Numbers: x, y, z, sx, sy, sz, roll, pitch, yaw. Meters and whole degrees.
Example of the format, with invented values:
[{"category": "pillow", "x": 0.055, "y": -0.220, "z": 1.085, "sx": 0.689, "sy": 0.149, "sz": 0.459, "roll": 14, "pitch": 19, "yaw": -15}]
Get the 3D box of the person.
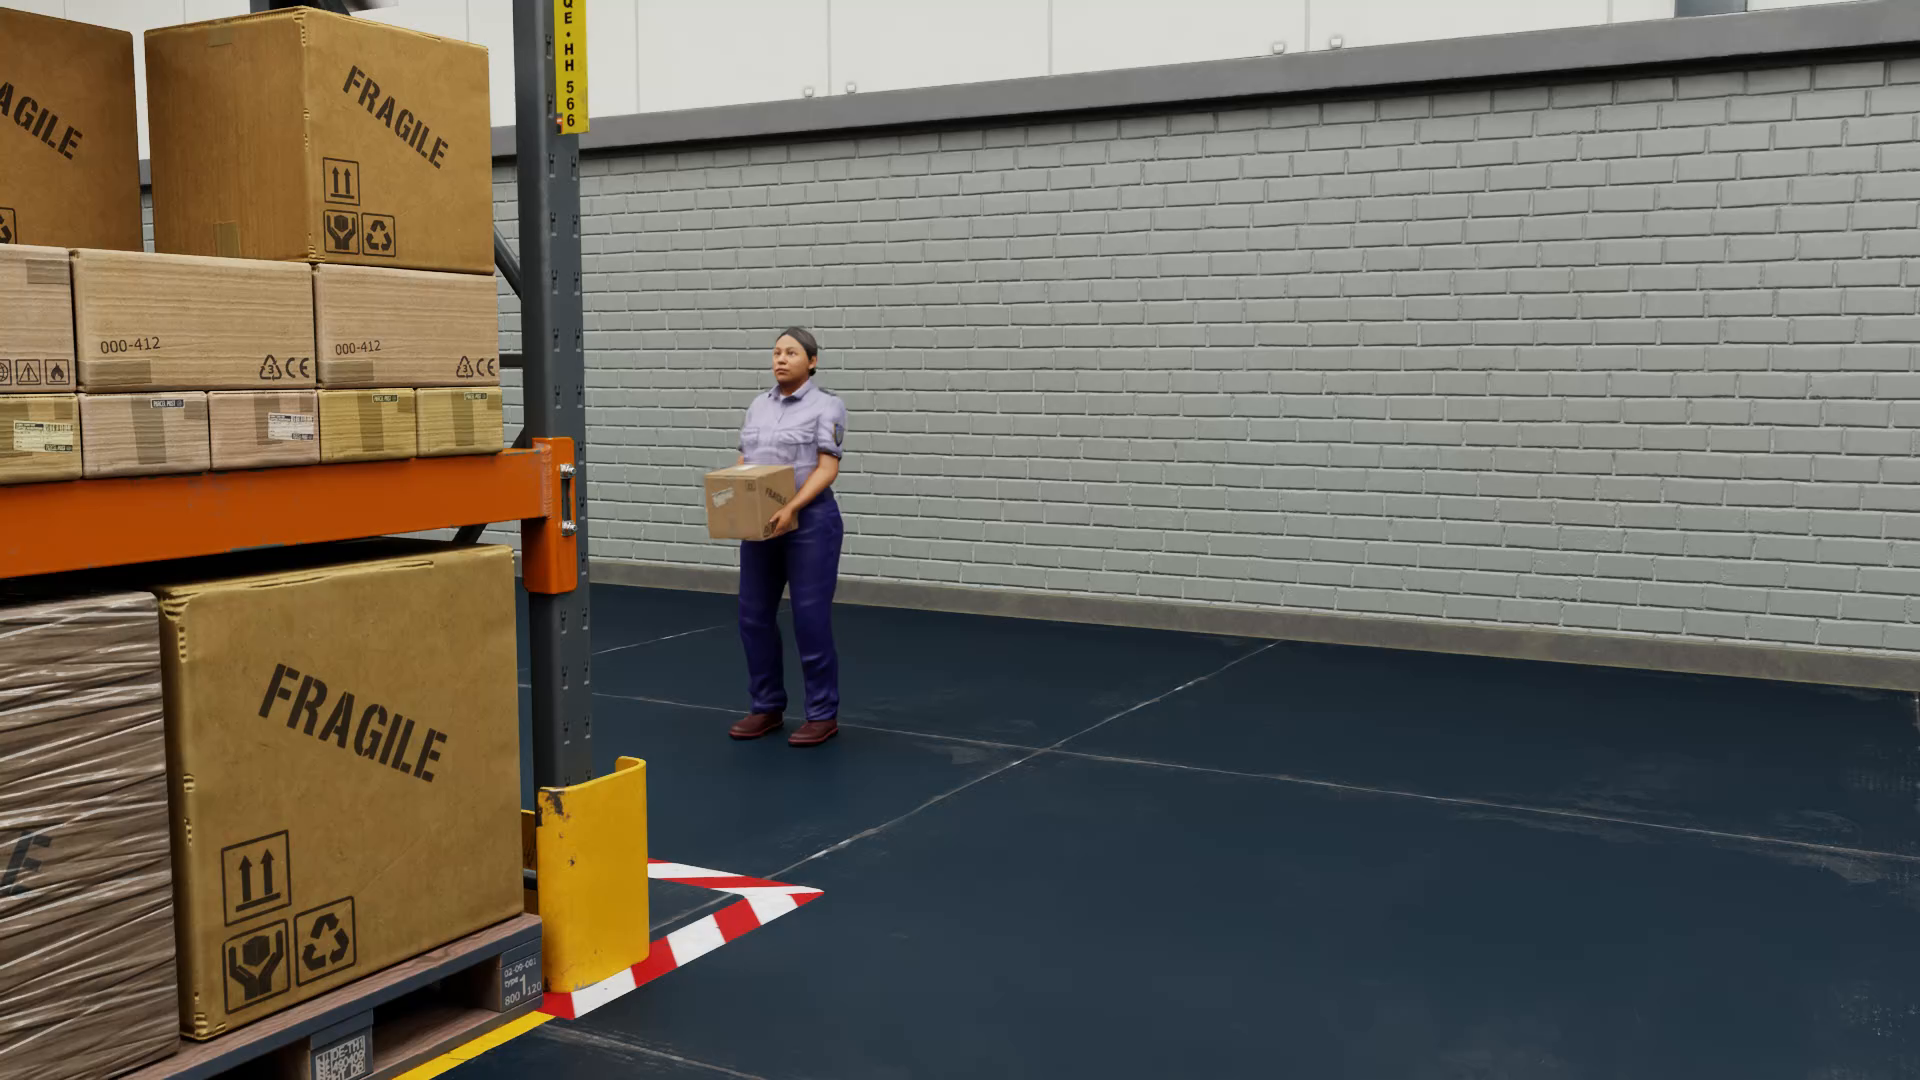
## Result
[{"category": "person", "x": -0.715, "y": -0.018, "z": 6.604, "sx": 0.471, "sy": 1.647, "sz": 0.511, "roll": 3, "pitch": 7, "yaw": 28}]
